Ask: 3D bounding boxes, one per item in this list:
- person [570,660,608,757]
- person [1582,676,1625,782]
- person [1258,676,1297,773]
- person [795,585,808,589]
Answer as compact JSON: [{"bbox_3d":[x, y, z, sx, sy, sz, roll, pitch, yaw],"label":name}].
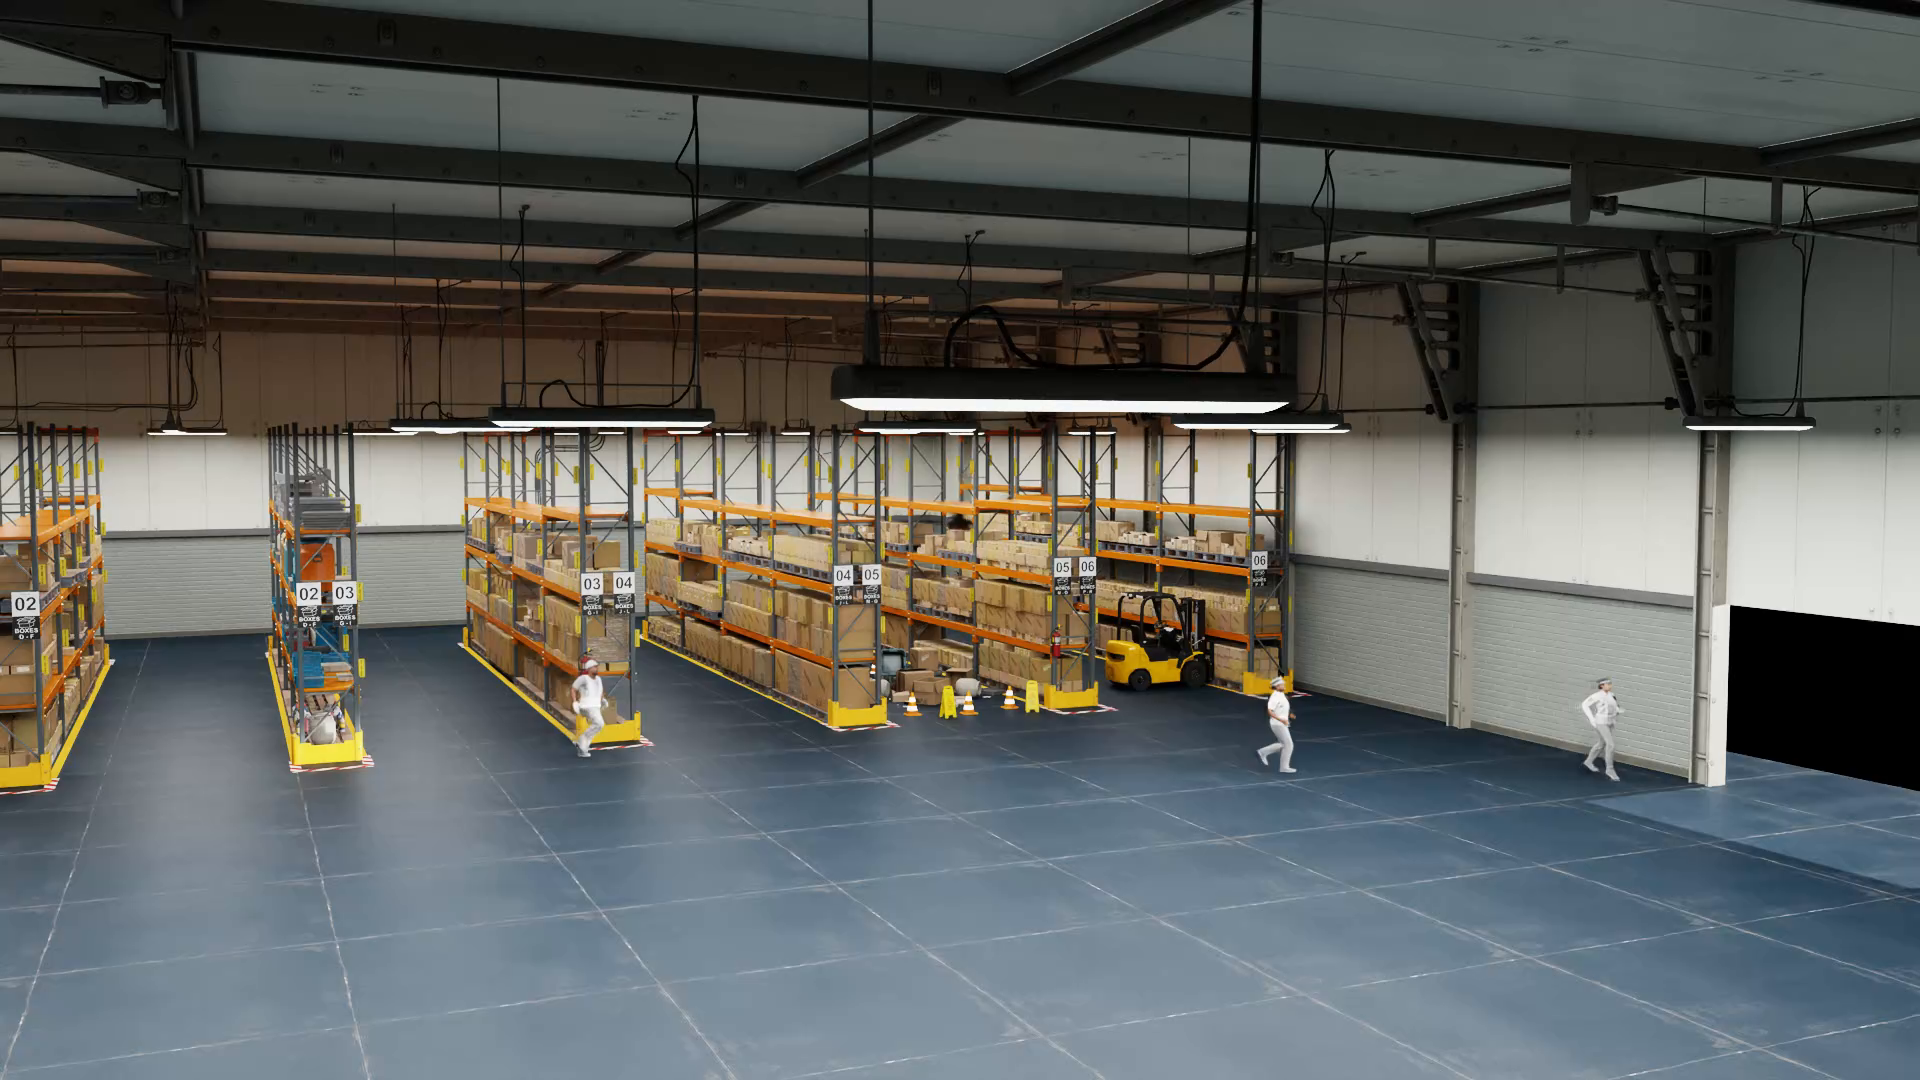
[{"bbox_3d":[-6.620,3.030,30.003,0.584,1.710,0.728,1,4,21],"label":"person"},{"bbox_3d":[10.865,3.153,28.087,0.589,1.747,0.785,-3,4,-36],"label":"person"},{"bbox_3d":[5.440,3.151,28.496,0.668,1.655,0.580,1,4,21],"label":"person"},{"bbox_3d":[-4.863,1.703,51.168,0.934,1.778,0.758,0,3,4],"label":"person"}]
